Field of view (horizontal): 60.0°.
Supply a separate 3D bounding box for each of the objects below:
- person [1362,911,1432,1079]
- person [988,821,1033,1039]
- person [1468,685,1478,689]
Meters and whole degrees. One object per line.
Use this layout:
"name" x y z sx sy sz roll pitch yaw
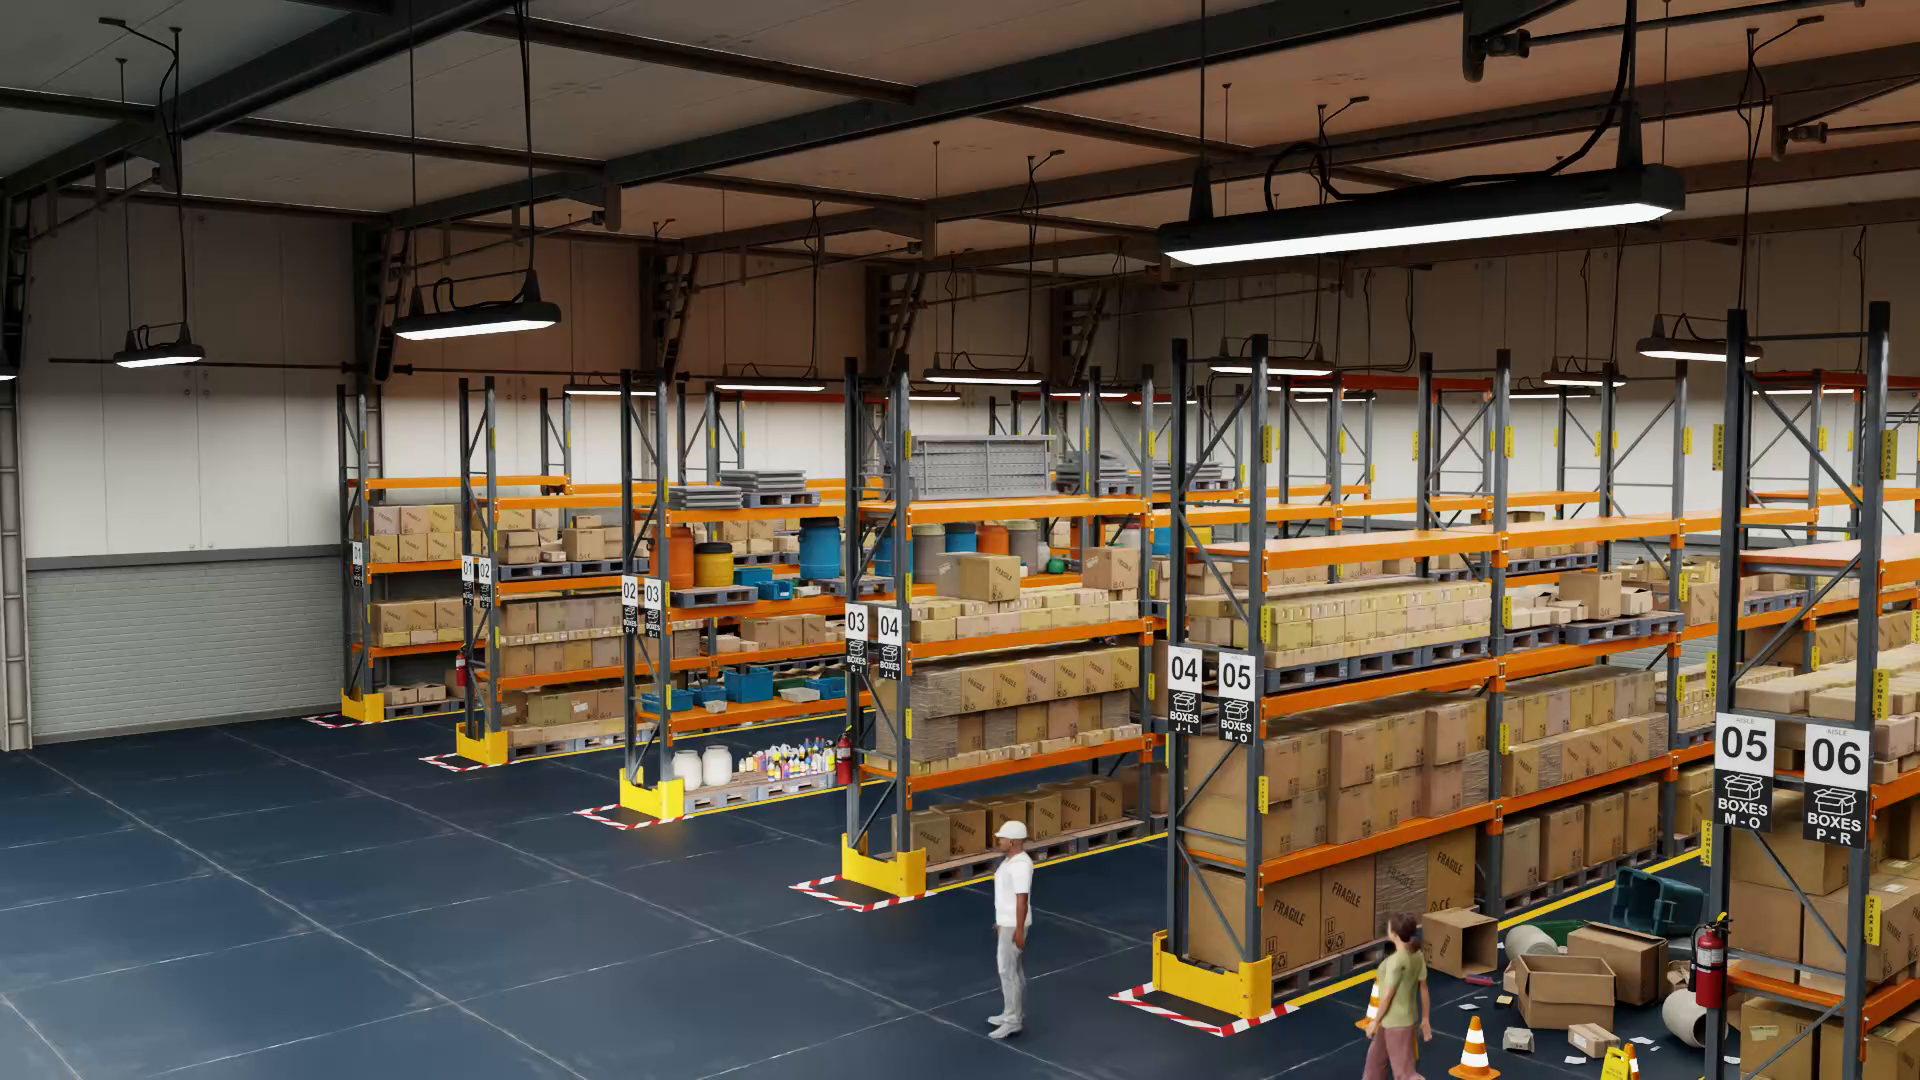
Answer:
"person" 3.237 3.540 12.169 0.983 1.638 0.419 2 4 26
"person" 0.435 3.343 14.411 0.392 1.802 0.635 0 4 0
"person" 6.919 2.836 22.496 0.388 1.753 0.521 1 4 21
